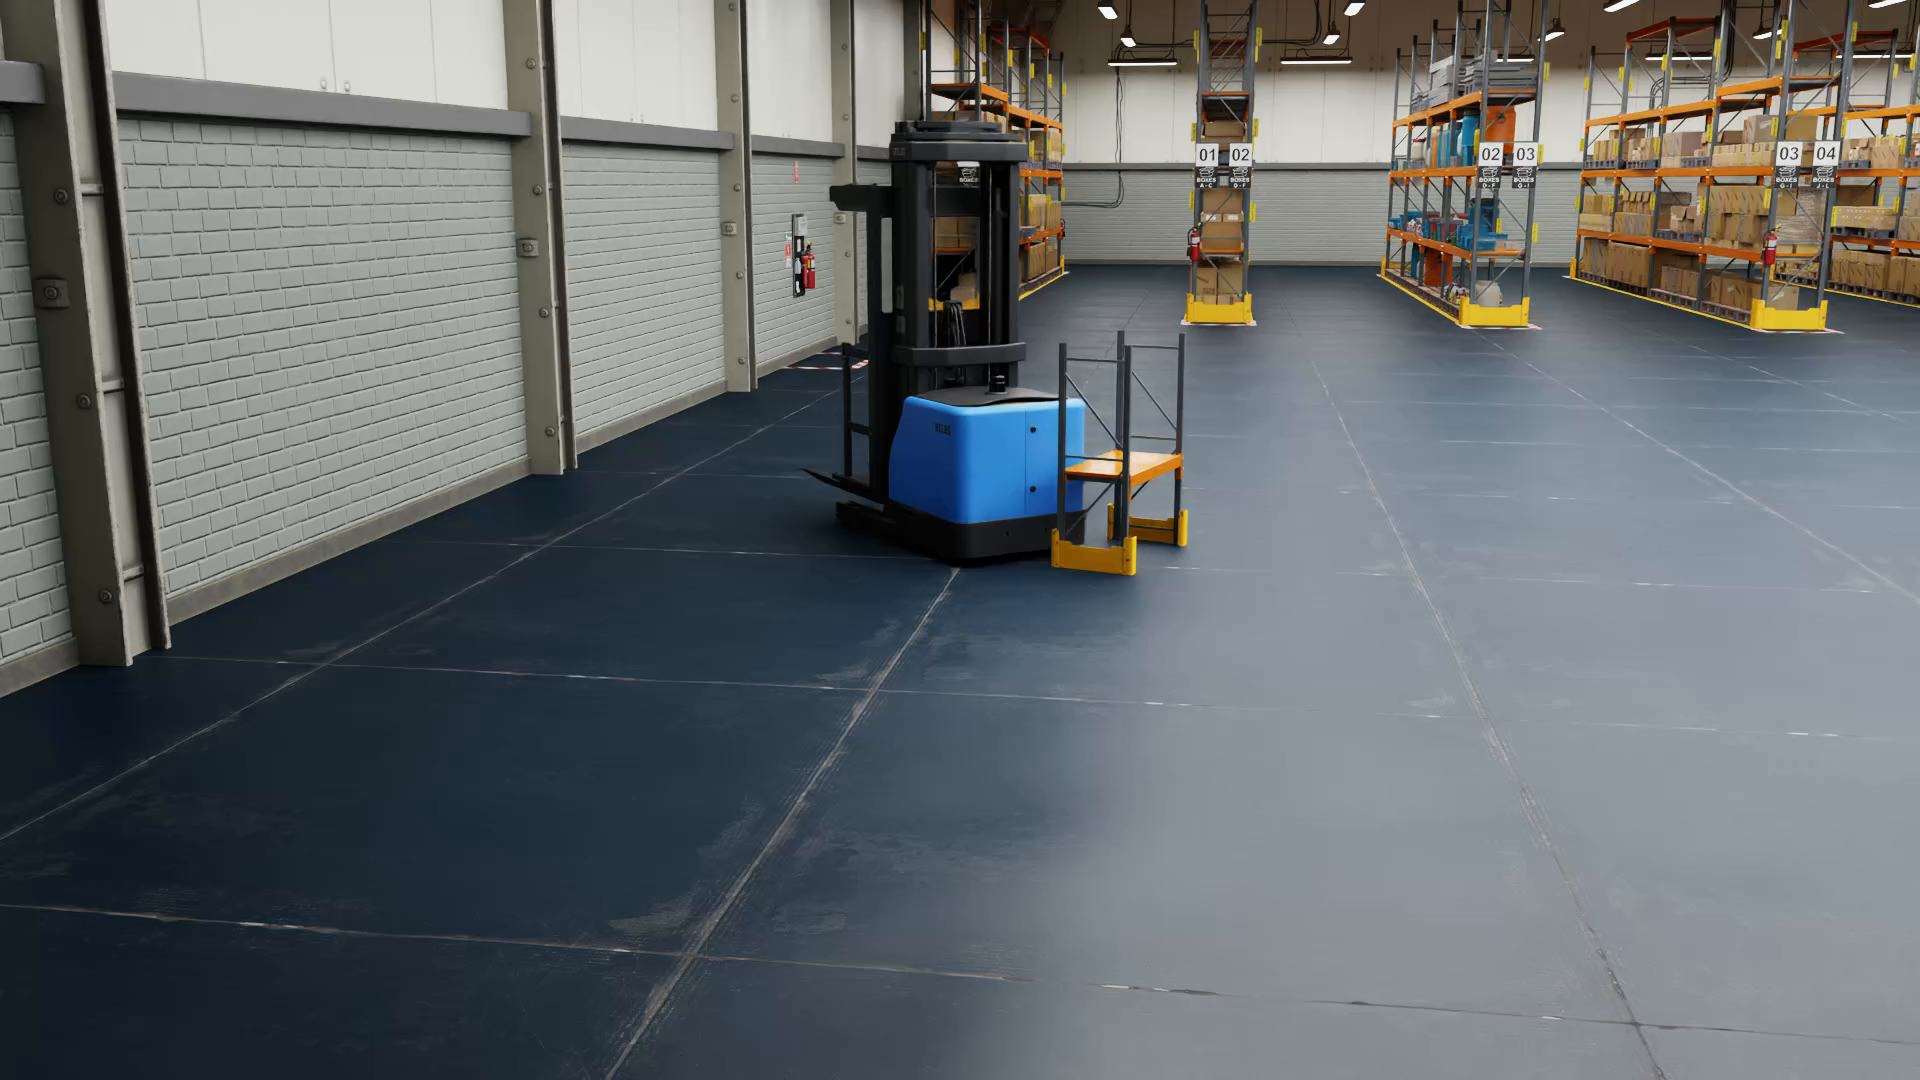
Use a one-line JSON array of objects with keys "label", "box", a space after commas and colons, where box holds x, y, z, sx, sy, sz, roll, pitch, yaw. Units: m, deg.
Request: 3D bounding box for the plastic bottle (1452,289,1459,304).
[{"label": "plastic bottle", "box": [9.599, -4.700, 32.105, 0.152, 0.276, 0.135, 2, 12, 7]}]

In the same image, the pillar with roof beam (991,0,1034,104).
[{"label": "pillar with roof beam", "box": [5.226, -11.126, 42.258, 9.100, 9.000, 0.548, 2, 12, 9]}]

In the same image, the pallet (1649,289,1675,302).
[{"label": "pallet", "box": [15.666, -5.319, 36.173, 1.003, 0.211, 1.213, 2, 12, 9]}]

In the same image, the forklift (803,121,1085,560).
[{"label": "forklift", "box": [-0.279, -1.562, 12.284, 1.130, 2.935, 3.031, -7, 14, -28]}]

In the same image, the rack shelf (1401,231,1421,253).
[{"label": "rack shelf", "box": [11.201, -7.070, 39.386, 1.077, 0.370, 4.000, 2, 12, 9]}]

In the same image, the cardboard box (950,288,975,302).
[{"label": "cardboard box", "box": [0.069, -4.703, 32.032, 0.500, 0.311, 0.500, 0, 12, 2]}]

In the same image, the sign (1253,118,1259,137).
[{"label": "sign", "box": [5.317, -7.414, 29.894, 0.100, 0.325, 0.005, 2, 12, 9]}]

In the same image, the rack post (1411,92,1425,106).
[{"label": "rack post", "box": [11.348, -10.559, 39.809, 0.937, 0.300, 0.954, 2, 12, 8]}]

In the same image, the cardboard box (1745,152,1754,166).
[{"label": "cardboard box", "box": [14.541, -6.891, 30.086, 0.500, 0.250, 0.500, 2, 12, 10]}]

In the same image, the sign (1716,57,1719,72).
[{"label": "sign", "box": [16.325, -10.257, 35.823, 0.100, 0.325, 0.005, 2, 12, 9]}]

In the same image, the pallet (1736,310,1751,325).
[{"label": "pallet", "box": [14.729, -4.000, 30.053, 1.003, 0.211, 1.213, 2, 12, 9]}]

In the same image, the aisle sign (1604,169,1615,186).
[{"label": "aisle sign", "box": [17.325, -9.786, 44.112, 0.394, 0.787, 0.004, 2, 12, 9]}]

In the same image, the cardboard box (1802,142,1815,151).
[{"label": "cardboard box", "box": [14.828, -6.817, 28.795, 0.380, 0.149, 0.250, 2, 12, 8]}]

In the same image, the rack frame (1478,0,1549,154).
[{"label": "rack frame", "box": [9.663, -8.272, 29.019, 1.000, 3.000, 0.127, 2, 12, 9]}]

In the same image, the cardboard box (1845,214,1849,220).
[{"label": "cardboard box", "box": [20.617, -7.438, 38.281, 0.380, 0.149, 0.250, 2, 12, 11]}]

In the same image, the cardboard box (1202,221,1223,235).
[{"label": "cardboard box", "box": [4.930, -5.756, 31.346, 0.700, 0.500, 0.500, 2, 12, 10]}]

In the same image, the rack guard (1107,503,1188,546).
[{"label": "rack guard", "box": [1.339, -0.110, 11.913, 0.587, 0.250, 0.087, 6, 14, 26]}]

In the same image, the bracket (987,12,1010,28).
[{"label": "bracket", "box": [0.860, -12.387, 39.567, 0.076, 0.066, 4.783, 2, 12, 9]}]

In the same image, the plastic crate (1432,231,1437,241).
[{"label": "plastic crate", "box": [10.267, -6.441, 35.262, 0.450, 0.188, 0.662, 2, 12, 9]}]

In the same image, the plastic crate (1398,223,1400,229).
[{"label": "plastic crate", "box": [11.479, -8.110, 42.991, 0.293, 0.136, 0.466, 2, 12, 9]}]

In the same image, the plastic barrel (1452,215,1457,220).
[{"label": "plastic barrel", "box": [10.946, -6.839, 36.341, 0.421, 0.512, 0.421, 0, 12, 0]}]

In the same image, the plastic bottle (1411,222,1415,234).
[{"label": "plastic bottle", "box": [10.883, -7.452, 39.747, 0.152, 0.276, 0.135, 2, 12, 9]}]

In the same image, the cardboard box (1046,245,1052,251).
[{"label": "cardboard box", "box": [2.249, -7.786, 44.397, 0.380, 0.149, 0.250, 2, 12, 7]}]

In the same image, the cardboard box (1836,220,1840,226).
[{"label": "cardboard box", "box": [20.694, -7.401, 38.815, 0.380, 0.149, 0.250, 2, 12, 9]}]

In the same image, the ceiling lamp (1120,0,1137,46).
[{"label": "ceiling lamp", "box": [4.363, -13.680, 40.257, 0.800, 3.185, 2.000, 2, 12, 9]}]

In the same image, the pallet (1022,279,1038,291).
[{"label": "pallet", "box": [1.300, -6.125, 39.912, 1.003, 0.211, 1.213, 2, 12, 9]}]

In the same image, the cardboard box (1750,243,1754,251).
[{"label": "cardboard box", "box": [14.477, -5.280, 29.969, 0.380, 0.149, 0.250, 2, 12, 9]}]

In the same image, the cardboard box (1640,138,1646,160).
[{"label": "cardboard box", "box": [16.080, -8.993, 38.239, 0.797, 0.503, 0.637, 2, 12, 8]}]

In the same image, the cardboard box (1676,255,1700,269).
[{"label": "cardboard box", "box": [15.642, -5.953, 35.606, 0.500, 0.250, 0.500, 3, 13, 15]}]

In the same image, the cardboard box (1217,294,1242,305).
[{"label": "cardboard box", "box": [5.071, -4.467, 31.129, 0.500, 0.250, 0.500, 2, 12, 9]}]

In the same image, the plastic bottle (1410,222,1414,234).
[{"label": "plastic bottle", "box": [10.918, -7.500, 39.971, 0.152, 0.276, 0.135, 2, 12, 9]}]

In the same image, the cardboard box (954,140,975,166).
[{"label": "cardboard box", "box": [0.172, -7.247, 31.097, 0.500, 0.500, 0.500, 2, 12, 10]}]

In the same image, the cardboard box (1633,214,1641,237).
[{"label": "cardboard box", "box": [15.778, -7.216, 38.120, 0.500, 0.500, 0.500, 1, 12, 7]}]

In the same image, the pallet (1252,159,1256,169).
[{"label": "pallet", "box": [5.983, -8.396, 37.162, 1.213, 0.211, 1.003, 2, 12, 11]}]

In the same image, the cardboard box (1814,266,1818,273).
[{"label": "cardboard box", "box": [21.052, -6.585, 40.494, 0.380, 0.149, 0.250, 1, 12, 6]}]

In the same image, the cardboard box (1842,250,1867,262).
[{"label": "cardboard box", "box": [20.834, -6.589, 38.605, 0.500, 0.250, 0.500, 2, 12, 10]}]

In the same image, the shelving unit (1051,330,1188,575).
[{"label": "shelving unit", "box": [1.112, -0.628, 11.348, 0.587, 1.500, 1.083, 6, 14, 26]}]

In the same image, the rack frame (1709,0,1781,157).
[{"label": "rack frame", "box": [15.172, -8.945, 32.138, 1.000, 3.000, 0.127, 2, 12, 9]}]

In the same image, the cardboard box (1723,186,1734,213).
[{"label": "cardboard box", "box": [14.699, -6.401, 31.260, 0.500, 0.500, 0.500, 2, 12, 9]}]

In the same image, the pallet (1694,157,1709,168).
[{"label": "pallet", "box": [15.372, -7.512, 33.054, 1.213, 0.211, 1.003, 2, 12, 9]}]

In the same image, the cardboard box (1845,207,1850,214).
[{"label": "cardboard box", "box": [20.614, -7.585, 38.257, 0.380, 0.149, 0.250, 2, 12, 8]}]

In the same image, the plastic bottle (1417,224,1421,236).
[{"label": "plastic bottle", "box": [10.665, -7.193, 38.554, 0.097, 0.271, 0.097, 0, 12, 0]}]

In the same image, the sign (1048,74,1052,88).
[{"label": "sign", "box": [2.257, -11.572, 41.923, 0.100, 0.325, 0.005, 2, 12, 9]}]

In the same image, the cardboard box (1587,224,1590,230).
[{"label": "cardboard box", "box": [16.481, -8.110, 43.101, 0.380, 0.149, 0.250, 2, 12, 8]}]

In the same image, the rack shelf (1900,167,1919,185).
[{"label": "rack shelf", "box": [20.365, -7.361, 33.618, 1.077, 0.370, 4.000, 2, 12, 9]}]

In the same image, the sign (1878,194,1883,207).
[{"label": "sign", "box": [21.837, -8.044, 39.452, 0.100, 0.325, 0.005, 2, 12, 9]}]

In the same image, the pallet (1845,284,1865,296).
[{"label": "pallet", "box": [20.984, -5.716, 38.014, 1.003, 0.211, 1.213, 2, 12, 9]}]

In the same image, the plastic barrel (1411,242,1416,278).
[{"label": "plastic barrel", "box": [11.408, -6.905, 40.896, 0.600, 0.901, 0.708, 2, 12, 9]}]

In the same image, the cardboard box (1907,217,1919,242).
[{"label": "cardboard box", "box": [20.262, -6.521, 34.895, 0.500, 0.500, 0.500, 2, 12, 8]}]

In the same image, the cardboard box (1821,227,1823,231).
[{"label": "cardboard box", "box": [21.032, -7.497, 40.257, 0.380, 0.149, 0.250, 2, 12, 7]}]

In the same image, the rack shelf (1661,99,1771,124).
[{"label": "rack shelf", "box": [15.480, -8.814, 34.188, 1.077, 0.370, 4.000, 2, 12, 9]}]

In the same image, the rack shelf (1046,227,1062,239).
[{"label": "rack shelf", "box": [2.027, -8.223, 44.739, 1.077, 0.370, 4.000, 2, 12, 9]}]

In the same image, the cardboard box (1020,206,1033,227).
[{"label": "cardboard box", "box": [1.432, -7.623, 39.255, 0.500, 0.500, 0.500, 2, 12, 10]}]

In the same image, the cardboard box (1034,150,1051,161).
[{"label": "cardboard box", "box": [2.086, -9.941, 43.004, 0.500, 0.250, 0.500, 2, 12, 8]}]

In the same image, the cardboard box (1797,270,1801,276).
[{"label": "cardboard box", "box": [21.282, -6.719, 41.820, 0.380, 0.149, 0.250, 2, 12, 9]}]

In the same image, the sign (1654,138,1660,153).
[{"label": "sign", "box": [15.240, -8.622, 36.346, 0.100, 0.325, 0.005, 2, 12, 9]}]

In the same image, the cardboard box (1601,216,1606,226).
[{"label": "cardboard box", "box": [16.288, -7.958, 41.448, 0.500, 0.250, 0.500, 2, 12, 10]}]
